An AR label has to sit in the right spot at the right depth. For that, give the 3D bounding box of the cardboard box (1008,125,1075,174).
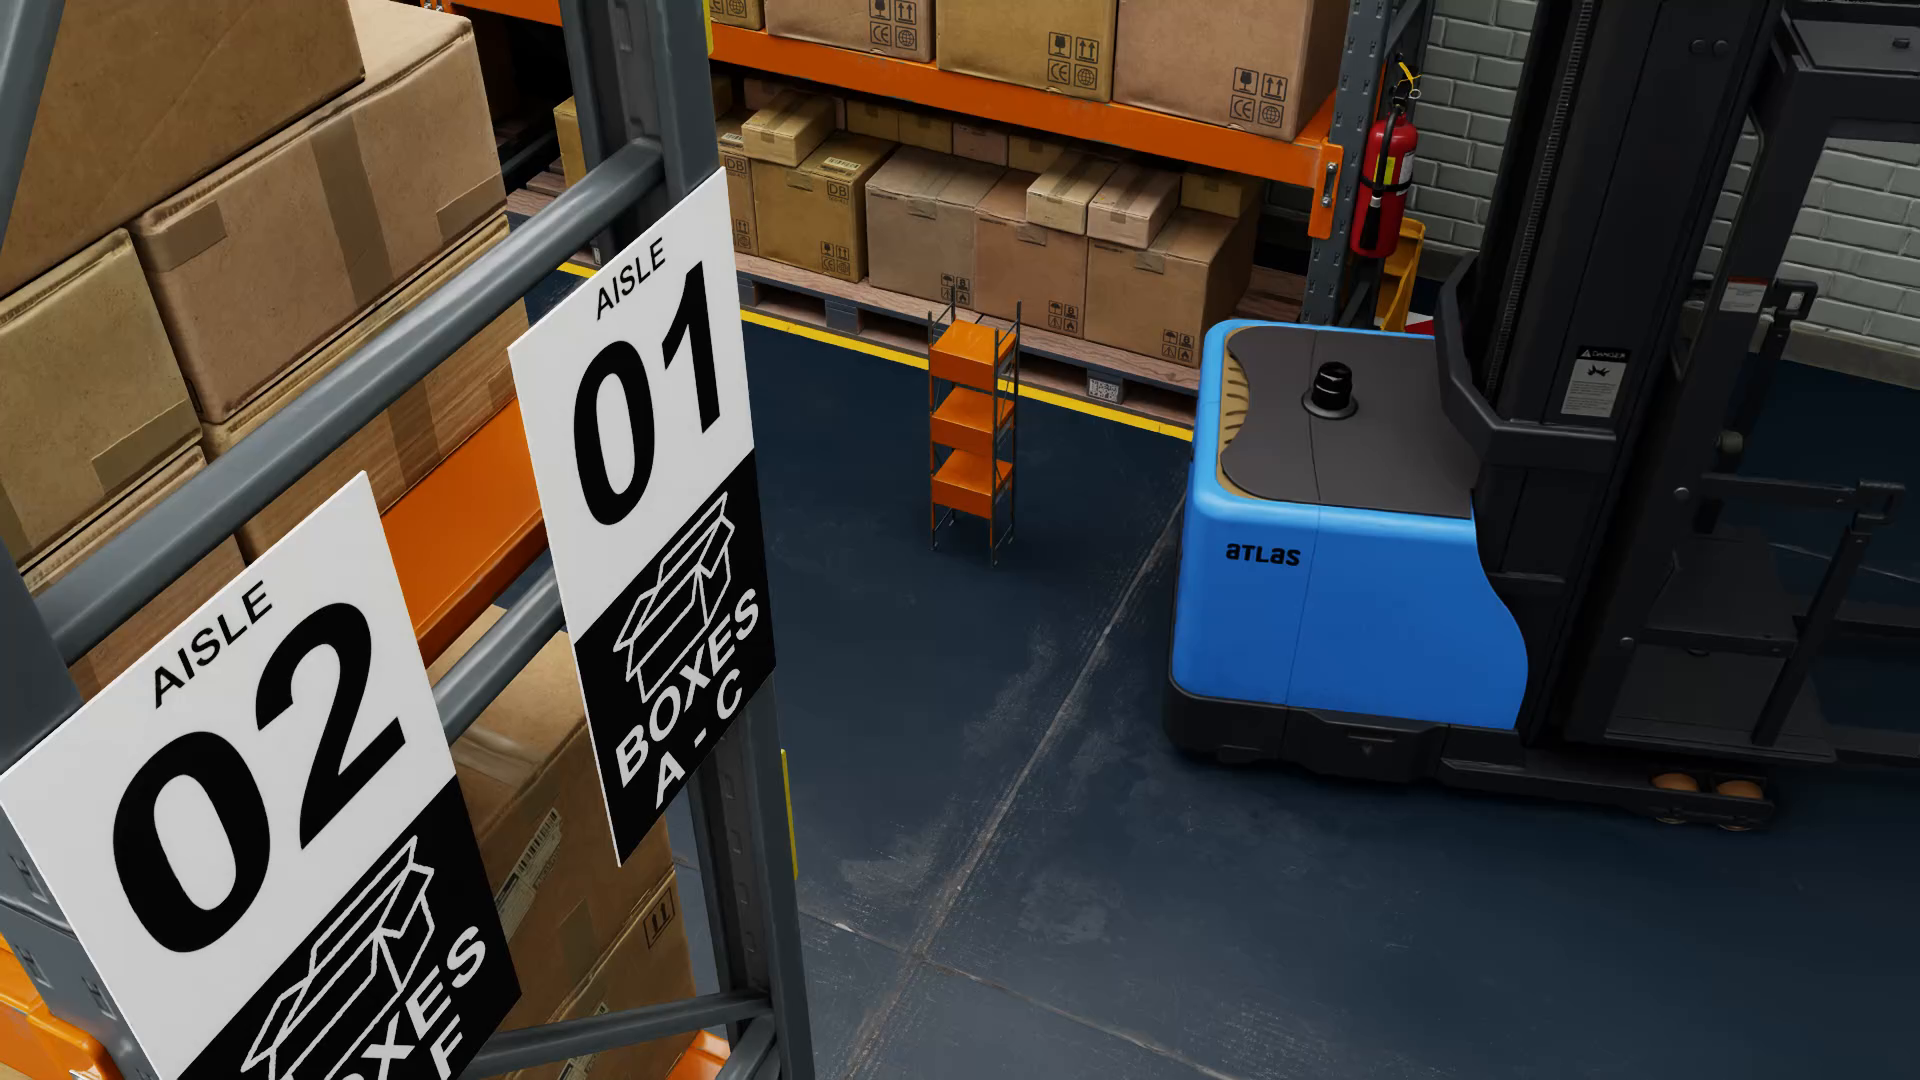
[{"bbox_3d":[0.394,-1.692,7.005,0.250,0.149,0.380,17,44,19],"label":"cardboard box"}]

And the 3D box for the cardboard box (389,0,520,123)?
[{"bbox_3d":[-2.710,-2.362,8.006,0.750,0.750,0.750,17,44,19],"label":"cardboard box"}]

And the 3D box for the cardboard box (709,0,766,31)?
[{"bbox_3d":[-0.922,-2.661,6.801,0.700,0.700,0.980,16,43,18],"label":"cardboard box"}]

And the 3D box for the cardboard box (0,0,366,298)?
[{"bbox_3d":[-1.005,-0.545,1.459,0.500,0.500,0.700,17,44,19],"label":"cardboard box"}]

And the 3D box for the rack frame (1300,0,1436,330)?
[{"bbox_3d":[1.559,-1.805,6.042,0.127,3.000,1.000,17,44,19],"label":"rack frame"}]

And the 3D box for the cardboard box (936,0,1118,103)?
[{"bbox_3d":[0.428,-2.249,6.325,0.700,0.700,0.980,17,44,18],"label":"cardboard box"}]

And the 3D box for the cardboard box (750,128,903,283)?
[{"bbox_3d":[-0.514,-1.574,7.364,0.500,0.500,0.700,18,44,20],"label":"cardboard box"}]

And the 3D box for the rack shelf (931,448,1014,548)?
[{"bbox_3d":[0.048,-0.164,6.078,0.240,0.259,0.215,17,44,19],"label":"rack shelf"}]

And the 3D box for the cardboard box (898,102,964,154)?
[{"bbox_3d":[-0.070,-1.833,7.167,0.250,0.149,0.380,17,44,19],"label":"cardboard box"}]

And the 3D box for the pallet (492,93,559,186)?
[{"bbox_3d":[-2.797,-2.028,8.429,1.213,0.211,1.003,17,44,19],"label":"pallet"}]

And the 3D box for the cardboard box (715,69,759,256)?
[{"bbox_3d":[-0.978,-1.718,7.530,0.500,0.500,0.700,17,44,18],"label":"cardboard box"}]

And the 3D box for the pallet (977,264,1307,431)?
[{"bbox_3d":[0.801,-0.926,7.158,1.213,0.211,1.003,17,44,19],"label":"pallet"}]

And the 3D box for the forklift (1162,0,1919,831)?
[{"bbox_3d":[2.223,-0.573,4.674,3.031,2.935,1.130,6,41,7],"label":"forklift"}]

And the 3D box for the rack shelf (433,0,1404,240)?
[{"bbox_3d":[-0.254,-2.087,6.917,4.000,0.370,1.077,17,44,19],"label":"rack shelf"}]

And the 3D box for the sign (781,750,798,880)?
[{"bbox_3d":[-0.303,0.487,2.737,0.005,0.325,0.100,17,44,19],"label":"sign"}]

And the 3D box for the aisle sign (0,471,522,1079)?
[{"bbox_3d":[-0.600,0.355,1.566,0.004,0.787,0.394,17,44,19],"label":"aisle sign"}]

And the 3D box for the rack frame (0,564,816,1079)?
[{"bbox_3d":[-0.532,1.136,2.649,0.127,3.000,1.000,17,44,19],"label":"rack frame"}]

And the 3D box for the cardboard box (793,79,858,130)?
[{"bbox_3d":[-0.533,-1.974,7.330,0.250,0.149,0.380,17,44,19],"label":"cardboard box"}]

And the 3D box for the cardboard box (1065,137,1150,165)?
[{"bbox_3d":[0.620,-1.623,6.925,0.250,0.149,0.380,17,44,19],"label":"cardboard box"}]

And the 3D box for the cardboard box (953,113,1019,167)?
[{"bbox_3d":[0.163,-1.762,7.086,0.250,0.149,0.380,18,44,19],"label":"cardboard box"}]

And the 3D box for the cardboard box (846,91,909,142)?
[{"bbox_3d":[-0.299,-1.903,7.248,0.250,0.149,0.380,16,43,18],"label":"cardboard box"}]

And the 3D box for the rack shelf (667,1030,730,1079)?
[{"bbox_3d":[-2.345,0.854,3.524,4.000,0.370,1.077,17,44,19],"label":"rack shelf"}]

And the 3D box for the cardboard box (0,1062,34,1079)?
[{"bbox_3d":[-1.052,0.761,2.243,0.500,0.500,0.500,17,44,18],"label":"cardboard box"}]

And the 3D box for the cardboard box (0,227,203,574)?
[{"bbox_3d":[-1.106,-0.120,1.541,0.500,0.250,0.500,17,44,19],"label":"cardboard box"}]

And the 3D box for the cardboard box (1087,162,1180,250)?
[{"bbox_3d":[0.688,-1.326,6.583,0.250,0.149,0.380,16,44,18],"label":"cardboard box"}]

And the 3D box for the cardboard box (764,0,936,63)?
[{"bbox_3d":[-0.259,-2.465,6.575,0.700,0.700,0.980,15,43,17],"label":"cardboard box"}]

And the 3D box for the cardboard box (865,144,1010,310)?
[{"bbox_3d":[-0.028,-1.431,7.199,0.500,0.500,0.700,16,43,17],"label":"cardboard box"}]

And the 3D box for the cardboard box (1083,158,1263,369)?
[{"bbox_3d":[0.882,-1.154,6.879,0.500,0.500,0.700,17,44,19],"label":"cardboard box"}]

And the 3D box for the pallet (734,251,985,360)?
[{"bbox_3d":[-0.301,-1.265,7.548,1.213,0.211,1.003,17,44,19],"label":"pallet"}]

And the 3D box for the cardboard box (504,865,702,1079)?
[{"bbox_3d":[-0.823,0.819,2.939,0.500,0.500,0.500,18,44,20],"label":"cardboard box"}]

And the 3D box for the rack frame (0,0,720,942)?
[{"bbox_3d":[-0.532,-1.131,0.684,0.127,3.000,1.000,17,44,19],"label":"rack frame"}]

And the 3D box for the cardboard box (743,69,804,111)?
[{"bbox_3d":[-0.762,-2.045,7.412,0.250,0.149,0.380,16,43,17],"label":"cardboard box"}]

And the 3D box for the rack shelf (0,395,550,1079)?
[{"bbox_3d":[-2.345,-0.279,2.541,4.000,0.370,1.077,17,44,19],"label":"rack shelf"}]

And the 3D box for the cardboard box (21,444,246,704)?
[{"bbox_3d":[-1.110,0.074,1.699,0.500,0.250,0.500,17,44,19],"label":"cardboard box"}]

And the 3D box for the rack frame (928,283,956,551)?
[{"bbox_3d":[-0.062,-0.416,5.928,0.008,1.050,0.200,17,44,19],"label":"rack frame"}]

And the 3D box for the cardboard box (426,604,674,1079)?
[{"bbox_3d":[-0.823,0.441,2.611,0.500,0.500,0.500,18,44,20],"label":"cardboard box"}]

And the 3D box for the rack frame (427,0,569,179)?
[{"bbox_3d":[-2.066,-2.913,7.320,0.127,3.000,1.000,17,44,19],"label":"rack frame"}]

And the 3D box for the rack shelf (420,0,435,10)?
[{"bbox_3d":[-3.879,-3.195,8.195,4.000,0.370,1.077,17,44,19],"label":"rack shelf"}]

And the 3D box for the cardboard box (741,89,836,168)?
[{"bbox_3d":[-0.726,-1.757,7.079,0.250,0.149,0.380,16,43,17],"label":"cardboard box"}]

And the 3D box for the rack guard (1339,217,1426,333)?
[{"bbox_3d":[1.580,-0.854,6.853,0.348,0.500,1.175,17,44,19],"label":"rack guard"}]

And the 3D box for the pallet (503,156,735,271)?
[{"bbox_3d":[-1.410,-1.602,7.937,1.213,0.211,1.003,17,44,19],"label":"pallet"}]

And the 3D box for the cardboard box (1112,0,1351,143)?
[{"bbox_3d":[1.092,-2.054,6.100,0.700,0.700,0.980,19,44,21],"label":"cardboard box"}]

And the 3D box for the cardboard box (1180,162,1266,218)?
[{"bbox_3d":[1.080,-1.483,6.763,0.250,0.149,0.380,17,44,19],"label":"cardboard box"}]

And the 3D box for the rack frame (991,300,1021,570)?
[{"bbox_3d":[0.159,-0.348,5.850,0.008,1.050,0.200,17,44,19],"label":"rack frame"}]

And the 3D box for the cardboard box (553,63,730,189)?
[{"bbox_3d":[-1.432,-1.859,7.692,0.500,0.500,0.700,18,44,19],"label":"cardboard box"}]

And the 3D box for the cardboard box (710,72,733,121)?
[{"bbox_3d":[-1.199,-1.901,7.246,0.250,0.149,0.380,18,44,20],"label":"cardboard box"}]

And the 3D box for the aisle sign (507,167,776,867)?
[{"bbox_3d":[-0.347,-0.002,1.977,0.004,0.787,0.394,17,44,19],"label":"aisle sign"}]

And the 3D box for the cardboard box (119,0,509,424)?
[{"bbox_3d":[-0.888,-0.426,1.894,0.500,0.250,0.500,17,44,19],"label":"cardboard box"}]

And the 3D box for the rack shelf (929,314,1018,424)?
[{"bbox_3d":[0.048,-0.588,5.710,0.240,0.259,0.215,17,44,19],"label":"rack shelf"}]

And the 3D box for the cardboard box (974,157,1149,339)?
[{"bbox_3d":[0.428,-1.292,7.039,0.500,0.500,0.700,17,44,19],"label":"cardboard box"}]

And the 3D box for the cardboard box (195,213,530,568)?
[{"bbox_3d":[-0.891,-0.234,2.054,0.500,0.250,0.500,17,44,19],"label":"cardboard box"}]

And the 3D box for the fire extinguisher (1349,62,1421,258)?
[{"bbox_3d":[1.500,-1.319,5.826,0.183,0.674,0.296,17,44,19],"label":"fire extinguisher"}]

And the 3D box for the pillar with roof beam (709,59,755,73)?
[{"bbox_3d":[-2.886,-2.944,2.776,0.400,9.000,9.100,17,44,19],"label":"pillar with roof beam"}]

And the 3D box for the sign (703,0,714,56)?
[{"bbox_3d":[-0.303,-0.650,1.752,0.005,0.325,0.100,17,44,19],"label":"sign"}]

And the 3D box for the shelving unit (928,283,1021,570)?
[{"bbox_3d":[0.048,-0.382,5.889,0.252,1.050,0.215,17,44,19],"label":"shelving unit"}]

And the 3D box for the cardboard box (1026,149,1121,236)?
[{"bbox_3d":[0.457,-1.397,6.664,0.250,0.149,0.380,18,44,20],"label":"cardboard box"}]

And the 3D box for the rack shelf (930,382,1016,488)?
[{"bbox_3d":[0.048,-0.374,5.896,0.240,0.259,0.215,17,44,19],"label":"rack shelf"}]
